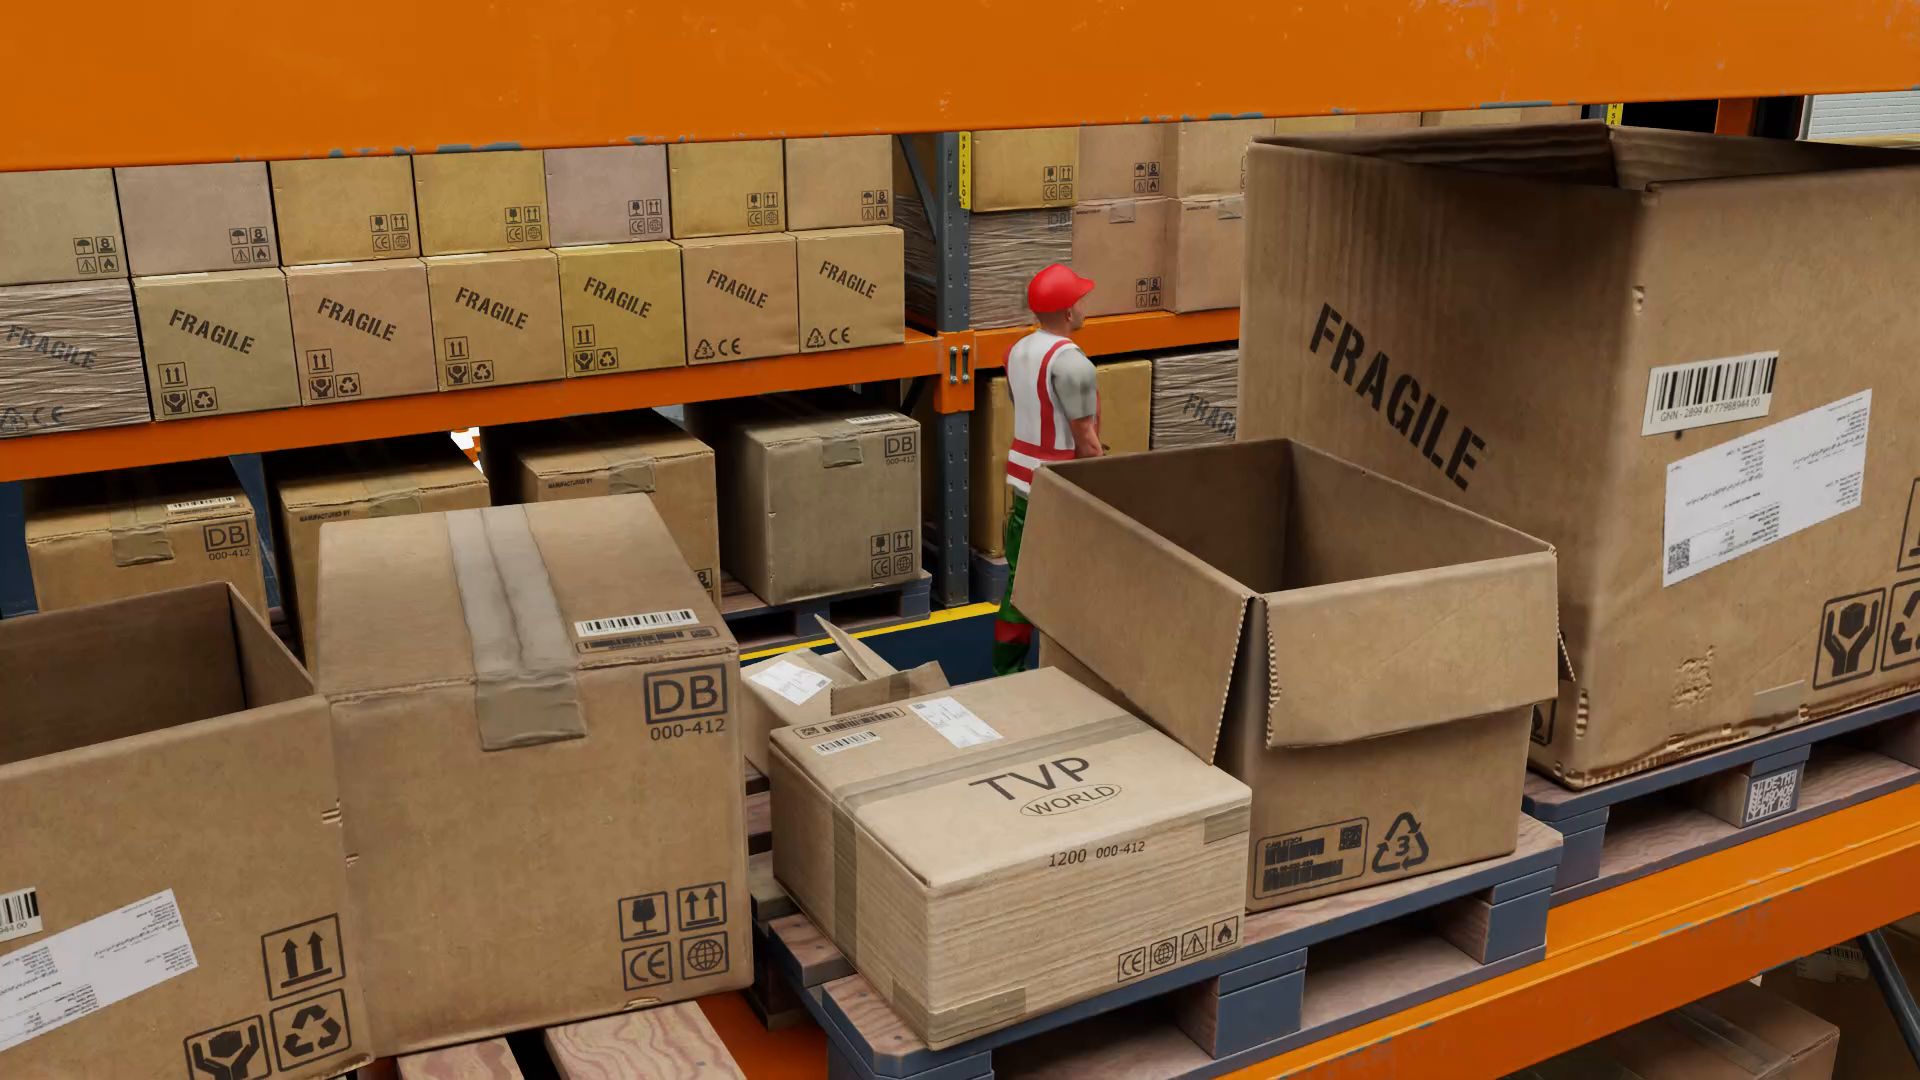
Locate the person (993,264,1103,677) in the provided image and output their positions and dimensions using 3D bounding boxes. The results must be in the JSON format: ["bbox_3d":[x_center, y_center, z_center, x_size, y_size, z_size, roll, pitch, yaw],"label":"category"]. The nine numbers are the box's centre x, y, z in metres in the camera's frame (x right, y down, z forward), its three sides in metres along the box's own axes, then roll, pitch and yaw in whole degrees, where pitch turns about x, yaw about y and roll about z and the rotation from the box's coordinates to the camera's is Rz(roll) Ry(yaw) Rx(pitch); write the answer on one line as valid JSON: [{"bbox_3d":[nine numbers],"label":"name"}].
[{"bbox_3d":[0.461,-0.211,6.632,0.675,1.784,0.567,-11,21,-30],"label":"person"}]
